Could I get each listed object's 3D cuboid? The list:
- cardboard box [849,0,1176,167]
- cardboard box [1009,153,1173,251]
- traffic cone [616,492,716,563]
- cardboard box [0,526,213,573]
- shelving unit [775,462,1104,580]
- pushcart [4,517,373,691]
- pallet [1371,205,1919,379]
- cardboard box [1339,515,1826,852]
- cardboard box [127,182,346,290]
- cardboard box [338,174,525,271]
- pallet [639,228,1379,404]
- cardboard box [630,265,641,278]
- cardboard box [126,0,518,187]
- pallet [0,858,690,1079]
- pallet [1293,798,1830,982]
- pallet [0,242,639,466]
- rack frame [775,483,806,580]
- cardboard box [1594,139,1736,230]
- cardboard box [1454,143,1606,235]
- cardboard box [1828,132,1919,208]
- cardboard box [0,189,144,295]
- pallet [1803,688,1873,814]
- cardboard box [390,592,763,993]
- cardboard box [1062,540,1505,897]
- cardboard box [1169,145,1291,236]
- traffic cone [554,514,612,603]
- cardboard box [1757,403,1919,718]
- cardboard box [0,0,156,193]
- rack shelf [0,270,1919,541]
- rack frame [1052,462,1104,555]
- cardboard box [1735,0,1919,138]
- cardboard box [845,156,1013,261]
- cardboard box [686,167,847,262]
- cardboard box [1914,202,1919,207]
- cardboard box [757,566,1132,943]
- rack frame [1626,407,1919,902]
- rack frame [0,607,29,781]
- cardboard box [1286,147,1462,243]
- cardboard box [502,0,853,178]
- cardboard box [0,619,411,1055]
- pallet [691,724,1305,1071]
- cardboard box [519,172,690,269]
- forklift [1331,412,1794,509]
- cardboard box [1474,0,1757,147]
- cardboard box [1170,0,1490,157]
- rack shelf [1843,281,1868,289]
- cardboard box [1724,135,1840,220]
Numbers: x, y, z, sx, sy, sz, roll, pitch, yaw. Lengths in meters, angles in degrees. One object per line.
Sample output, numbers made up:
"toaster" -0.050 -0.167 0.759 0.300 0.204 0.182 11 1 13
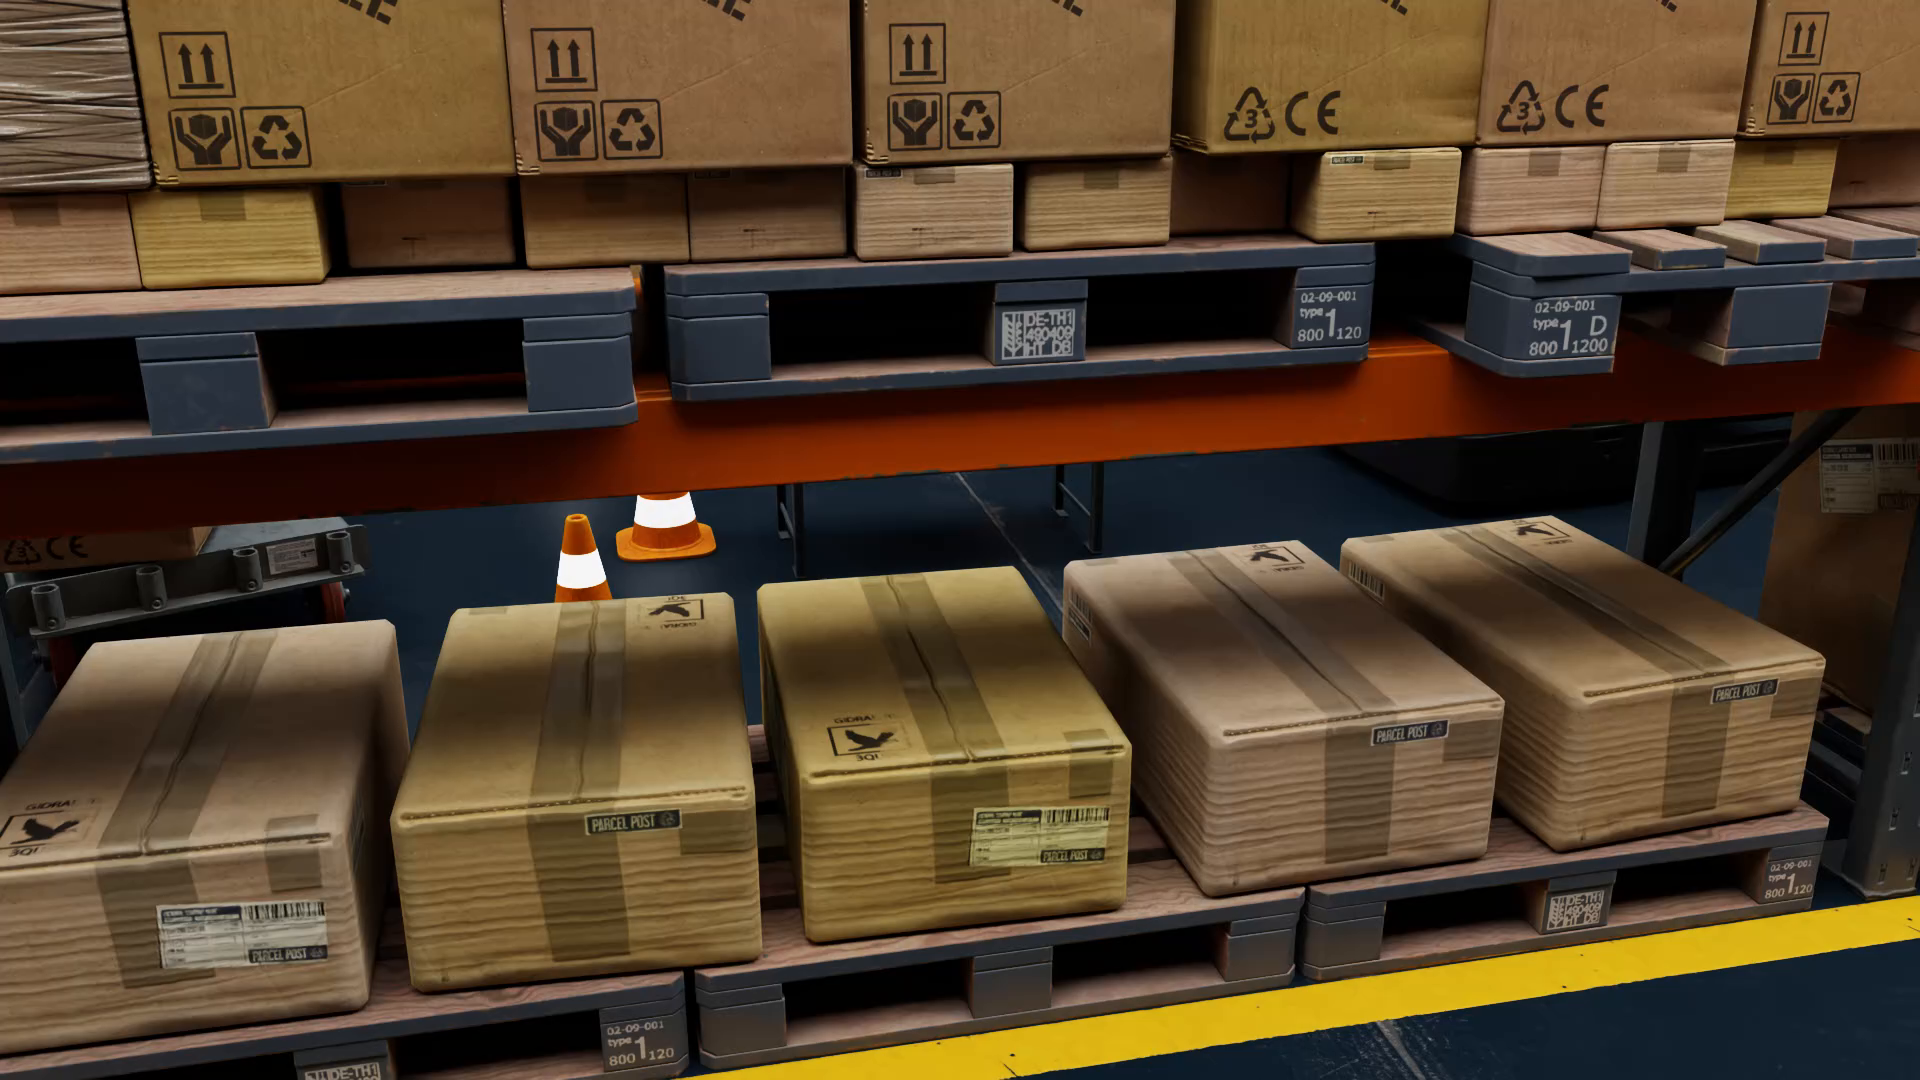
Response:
"cardboard box" 0.033 -0.914 2.760 0.500 0.500 0.500 -6 21 -15
"cardboard box" 0.179 -0.612 2.879 0.250 0.149 0.380 -5 21 -14
"traffic cone" -1.022 -0.203 5.697 0.334 0.463 0.336 -5 21 -12
"cardboard box" -2.398 -0.245 4.657 0.500 0.500 0.500 -5 21 -12
"shelving unit" -0.083 -0.697 5.538 1.048 1.500 0.538 -5 21 -12
"pushcart" -2.532 0.002 5.261 0.936 0.377 1.648 -13 24 -31
"pallet" 1.265 -0.605 3.383 1.003 0.211 1.213 -5 21 -12
"cardboard box" 1.382 0.291 3.868 0.625 0.372 0.950 -6 21 -16
"cardboard box" -1.103 -0.504 2.585 0.250 0.149 0.380 -4 21 -11
"cardboard box" -0.845 -0.552 2.716 0.250 0.149 0.380 -3 20 -9
"pallet" 0.017 -0.526 3.169 1.213 0.211 1.003 -5 21 -12
"cardboard box" -1.673 -1.414 7.974 0.750 0.750 1.050 -5 21 -12
"cardboard box" -0.949 -0.835 2.544 0.500 0.500 0.500 -5 21 -12
"pallet" -1.201 0.777 3.386 1.213 0.211 1.003 -5 21 -12
"pallet" 1.173 0.584 3.913 1.213 0.211 1.003 -5 21 -12
"pallet" -1.181 -0.392 2.802 1.213 0.211 1.003 -5 21 -12
"rack frame" -0.578 -0.657 5.428 0.032 1.500 0.500 -5 21 -12
"cardboard box" 1.190 -0.681 3.067 0.250 0.149 0.380 -5 21 -13
"cardboard box" 0.943 -0.664 3.020 0.250 0.149 0.380 -6 21 -15
"cardboard box" 1.669 -0.761 3.286 0.250 0.149 0.380 -4 20 -10
"cardboard box" -1.348 -0.487 2.539 0.250 0.149 0.380 -4 21 -12
"pallet" 2.719 0.485 4.182 1.213 0.211 1.003 -5 21 -12
"cardboard box" -0.750 0.466 3.391 0.625 0.372 0.950 -3 20 -9
"cardboard box" 0.666 0.352 3.701 0.625 0.372 0.950 -5 21 -14
"cardboard box" 0.405 -0.659 3.009 0.250 0.149 0.380 -4 21 -12
"traffic cone" -1.074 0.154 4.721 0.334 0.463 0.336 -5 21 -12
"cardboard box" 2.625 -0.013 3.968 0.875 0.875 0.875 -5 21 -13
"cardboard box" -1.437 -0.795 2.436 0.500 0.500 0.500 -4 21 -11
"rack shelf" -0.012 -0.291 3.293 4.000 0.370 1.077 -5 21 -12
"rack frame" 0.412 -0.738 5.648 0.032 1.500 0.500 -5 21 -12
"cardboard box" 1.556 -1.041 3.108 0.500 0.500 0.500 -5 21 -14
"cardboard box" -0.073 -0.581 2.795 0.250 0.149 0.380 -4 20 -10
"cardboard box" -0.344 -0.577 2.785 0.250 0.149 0.380 -4 21 -12
"cardboard box" 2.366 -0.843 3.974 0.500 0.250 0.500 -5 21 -14
"cardboard box" -0.074 0.411 3.543 0.625 0.372 0.950 -4 20 -11
"rack frame" 1.934 -0.787 3.601 0.127 3.000 1.000 -5 21 -12
"rack frame" -1.959 -0.470 2.737 0.127 3.000 1.000 -5 21 -12
"cardboard box" 0.678 -0.637 2.948 0.250 0.149 0.380 -4 21 -12
"cardboard box" -0.465 -0.869 2.639 0.500 0.500 0.500 -5 21 -13
"cardboard box" -1.449 0.524 3.232 0.625 0.372 0.950 -4 21 -12
"pallet" -0.012 0.679 3.653 1.213 0.211 1.003 -5 21 -12
"cardboard box" -0.585 -0.559 2.733 0.250 0.149 0.380 -4 21 -12
"forklift" 2.986 -1.788 6.434 3.031 2.935 1.130 -7 21 -20
"cardboard box" 1.055 -0.997 2.987 0.500 0.500 0.500 -5 21 -13
"cardboard box" 0.564 -0.957 2.877 0.500 0.500 0.500 -6 21 -16
"rack shelf" 3.880 -0.607 4.157 4.000 0.370 1.077 -5 21 -12
"cardboard box" 1.425 -0.716 3.162 0.250 0.149 0.380 -4 21 -12
